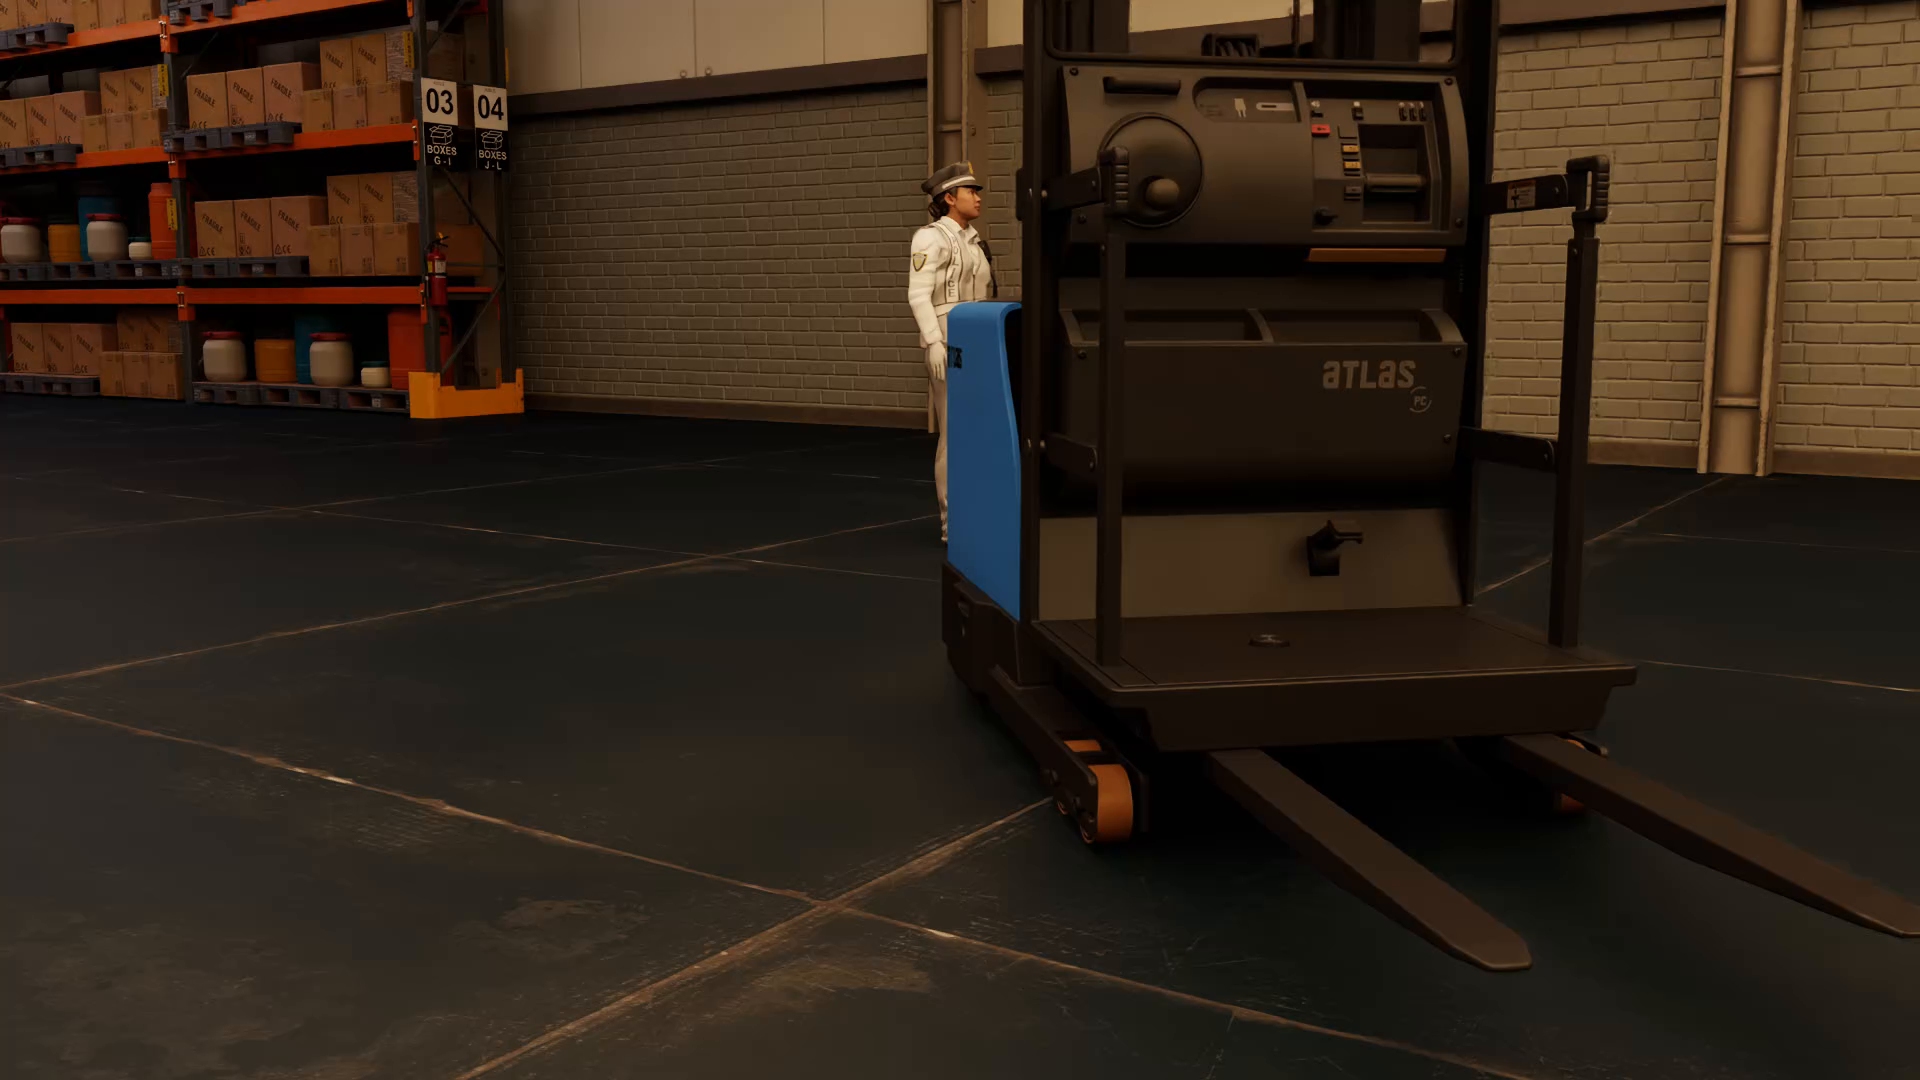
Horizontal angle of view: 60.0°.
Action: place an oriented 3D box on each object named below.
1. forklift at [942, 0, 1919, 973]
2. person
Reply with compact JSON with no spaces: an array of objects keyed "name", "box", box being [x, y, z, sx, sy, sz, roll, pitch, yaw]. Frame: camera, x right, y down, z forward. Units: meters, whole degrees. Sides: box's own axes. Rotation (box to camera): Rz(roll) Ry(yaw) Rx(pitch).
[{"name":"forklift","box":[0.728,-0.897,3.499,1.130,2.935,3.031,-2,8,-11]},{"name":"person","box":[0.053,-0.840,7.440,0.532,1.694,0.586,5,10,34]}]
